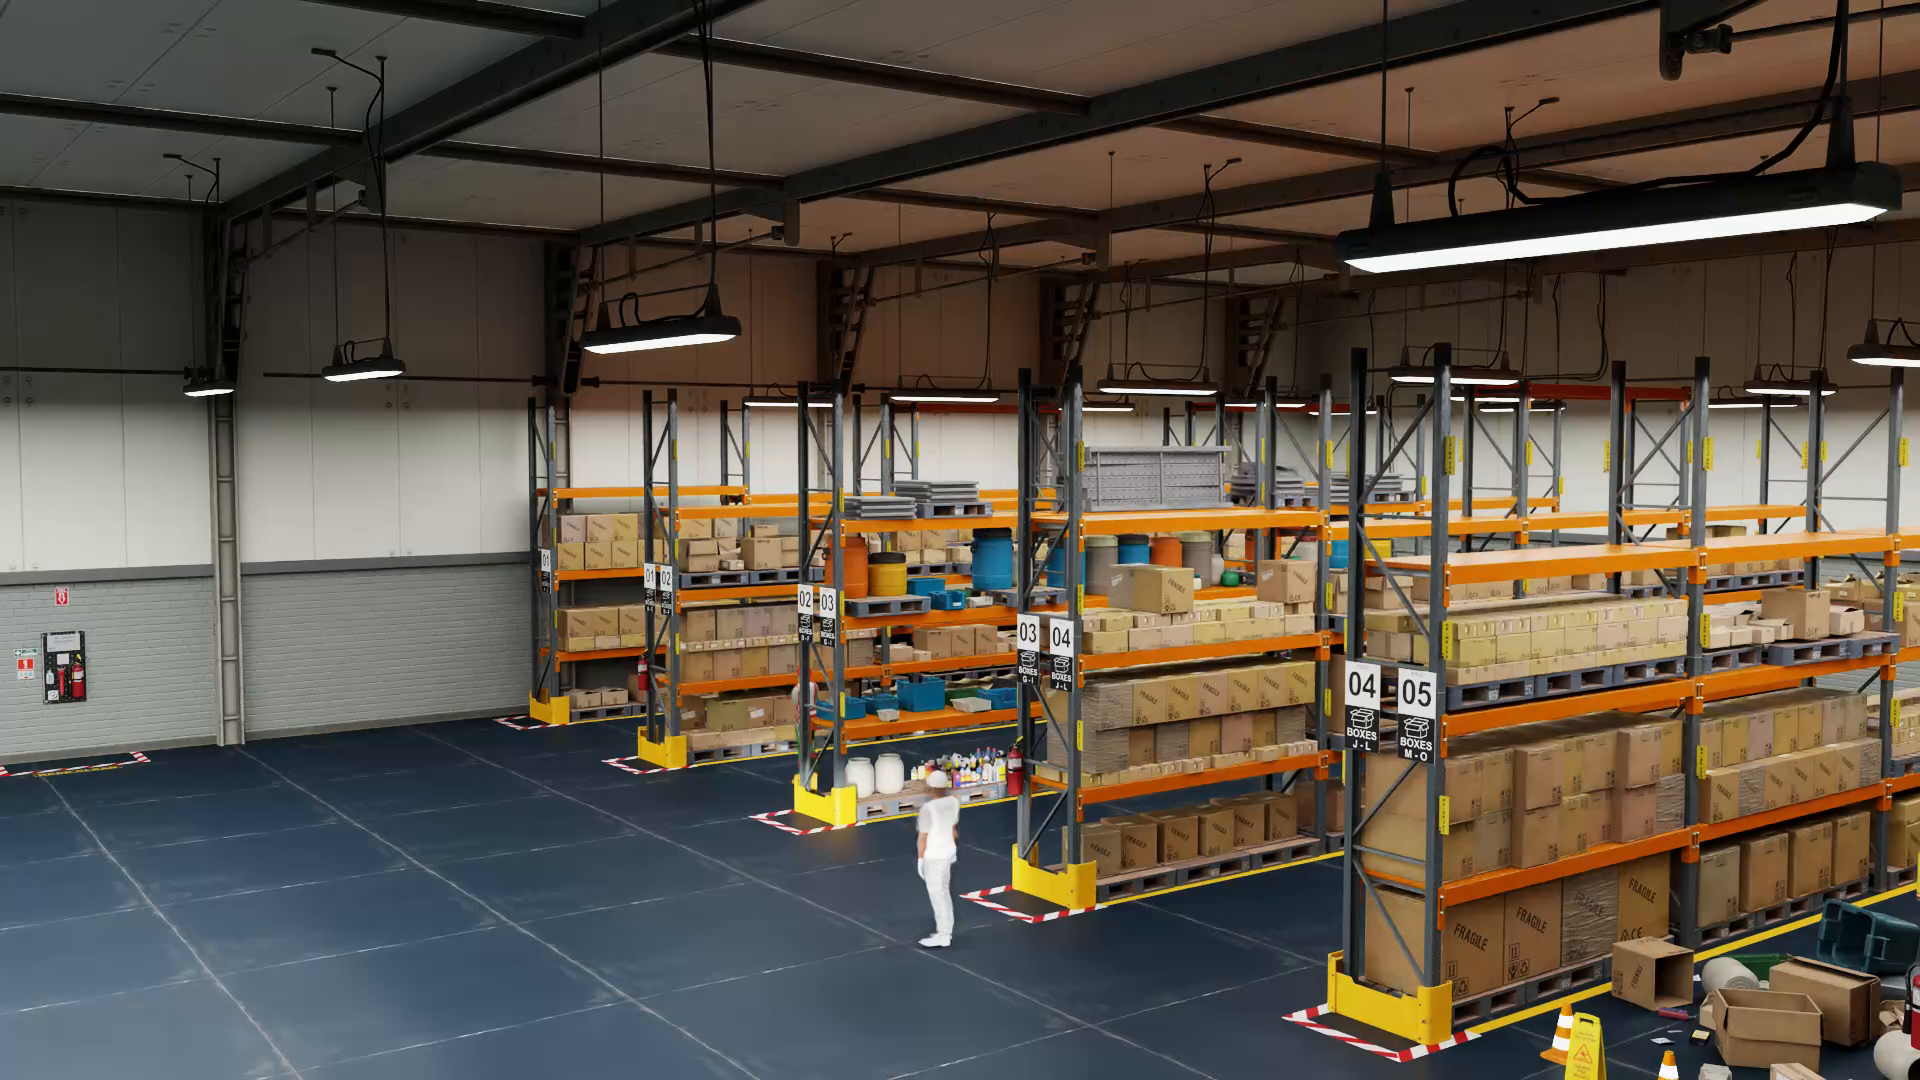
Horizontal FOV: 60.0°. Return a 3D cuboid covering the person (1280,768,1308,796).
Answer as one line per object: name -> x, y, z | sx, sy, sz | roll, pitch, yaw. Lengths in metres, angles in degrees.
person -> 4.683, 2.950, 23.456 | 0.502, 1.699, 0.459 | 2, 4, 33

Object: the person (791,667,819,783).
person -> -2.317, 2.773, 25.162 | 0.367, 1.809, 0.694 | 2, 4, 31

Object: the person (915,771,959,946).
person -> -0.231, 3.266, 17.114 | 0.391, 1.815, 0.652 | 1, 4, 24
